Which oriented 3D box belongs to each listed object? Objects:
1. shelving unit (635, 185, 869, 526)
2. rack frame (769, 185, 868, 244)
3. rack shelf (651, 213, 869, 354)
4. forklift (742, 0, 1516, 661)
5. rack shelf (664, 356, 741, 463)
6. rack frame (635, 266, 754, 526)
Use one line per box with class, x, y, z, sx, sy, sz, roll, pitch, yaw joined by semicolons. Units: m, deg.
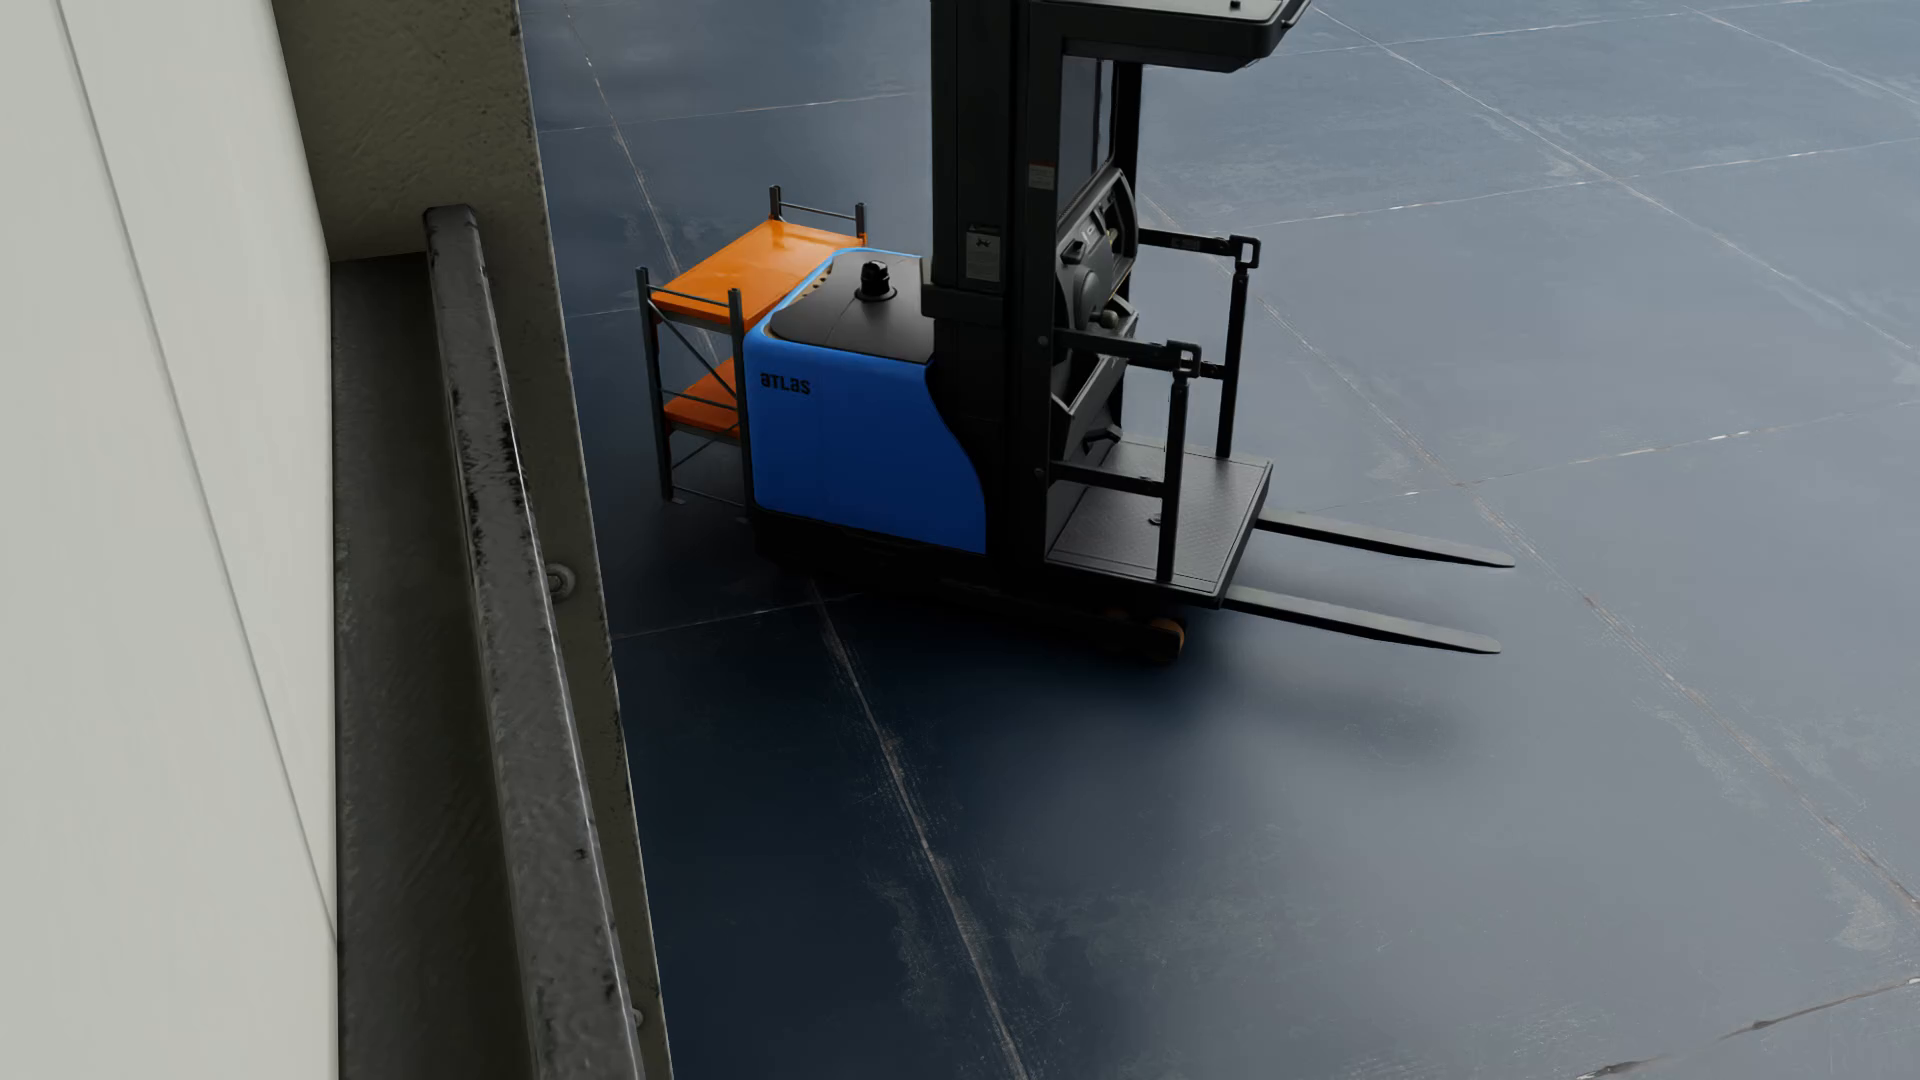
shelving unit;-0.879;-0.845;7.471;0.538;1.125;1.048;16;37;23
rack frame;-0.646;-1.094;7.848;0.500;1.125;0.032;16;37;23
rack shelf;-0.879;-1.090;7.310;0.538;0.278;1.000;16;37;23
forklift;0.703;-1.081;6.190;3.031;2.935;1.130;12;35;17
rack shelf;-0.879;-0.641;7.606;0.538;0.278;1.000;16;37;23
rack frame;-1.112;-0.596;7.094;0.500;1.125;0.032;16;37;23
